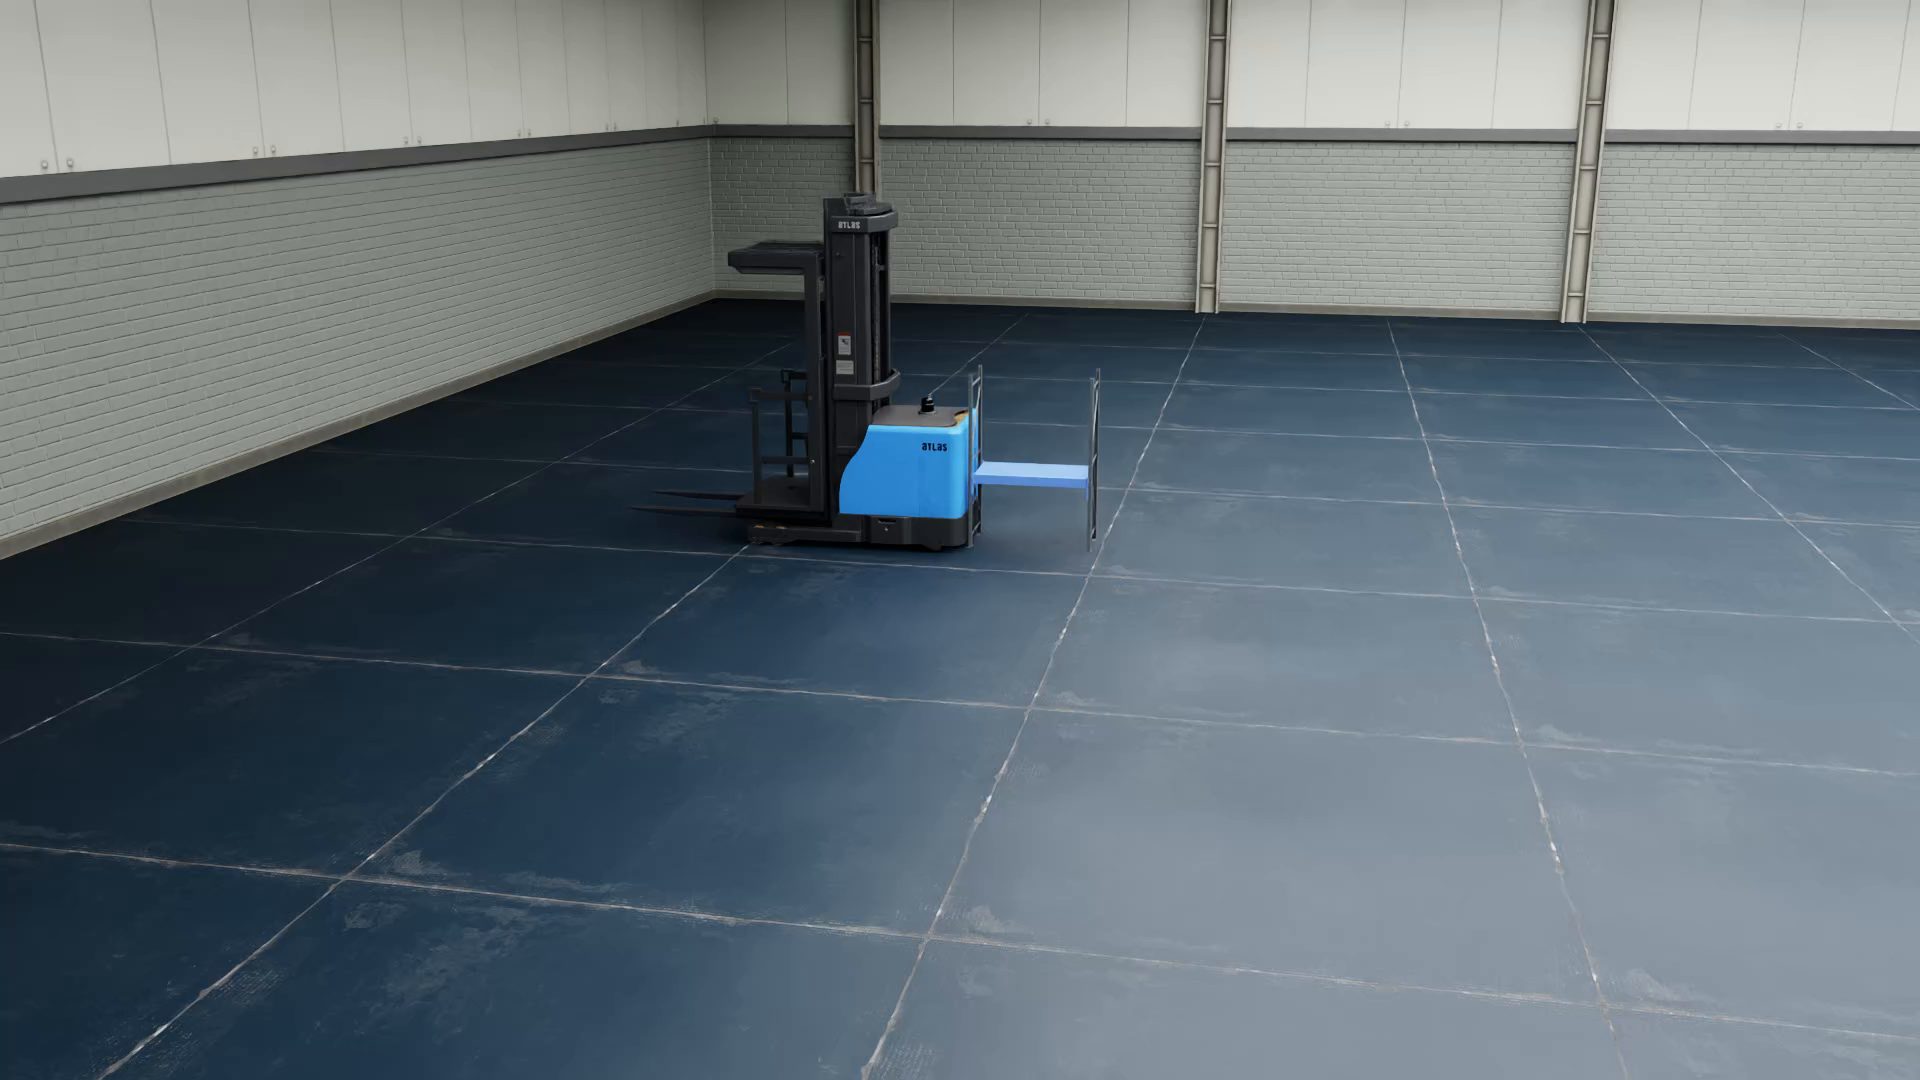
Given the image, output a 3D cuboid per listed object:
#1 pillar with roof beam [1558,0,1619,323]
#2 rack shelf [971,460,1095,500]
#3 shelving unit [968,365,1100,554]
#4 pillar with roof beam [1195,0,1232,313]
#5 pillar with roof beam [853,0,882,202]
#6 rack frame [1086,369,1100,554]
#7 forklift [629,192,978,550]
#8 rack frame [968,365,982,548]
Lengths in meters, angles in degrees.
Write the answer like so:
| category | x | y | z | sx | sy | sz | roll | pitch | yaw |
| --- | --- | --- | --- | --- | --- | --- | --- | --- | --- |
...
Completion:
| category | x | y | z | sx | sy | sz | roll | pitch | yaw |
| --- | --- | --- | --- | --- | --- | --- | --- | --- | --- |
| pillar with roof beam | 9.292 | -6.834 | 22.307 | 0.400 | 9.000 | 9.100 | 3 | 16 | 11 |
| rack shelf | 0.630 | -0.519 | 14.231 | 1.000 | 0.185 | 0.538 | 3 | 16 | 10 |
| shelving unit | 0.630 | -0.693 | 14.183 | 1.048 | 1.500 | 0.538 | 3 | 16 | 10 |
| pillar with roof beam | 3.412 | -7.153 | 23.459 | 0.400 | 9.000 | 9.100 | 3 | 16 | 11 |
| pillar with roof beam | -2.468 | -7.472 | 24.611 | 0.400 | 9.000 | 9.100 | 3 | 16 | 11 |
| rack frame | 1.130 | -0.668 | 14.094 | 0.032 | 1.500 | 0.500 | 3 | 16 | 10 |
| forklift | -1.379 | -1.497 | 14.406 | 3.031 | 2.935 | 1.130 | 3 | 16 | 10 |
| rack frame | 0.130 | -0.717 | 14.272 | 0.032 | 1.500 | 0.500 | 3 | 16 | 10 |
